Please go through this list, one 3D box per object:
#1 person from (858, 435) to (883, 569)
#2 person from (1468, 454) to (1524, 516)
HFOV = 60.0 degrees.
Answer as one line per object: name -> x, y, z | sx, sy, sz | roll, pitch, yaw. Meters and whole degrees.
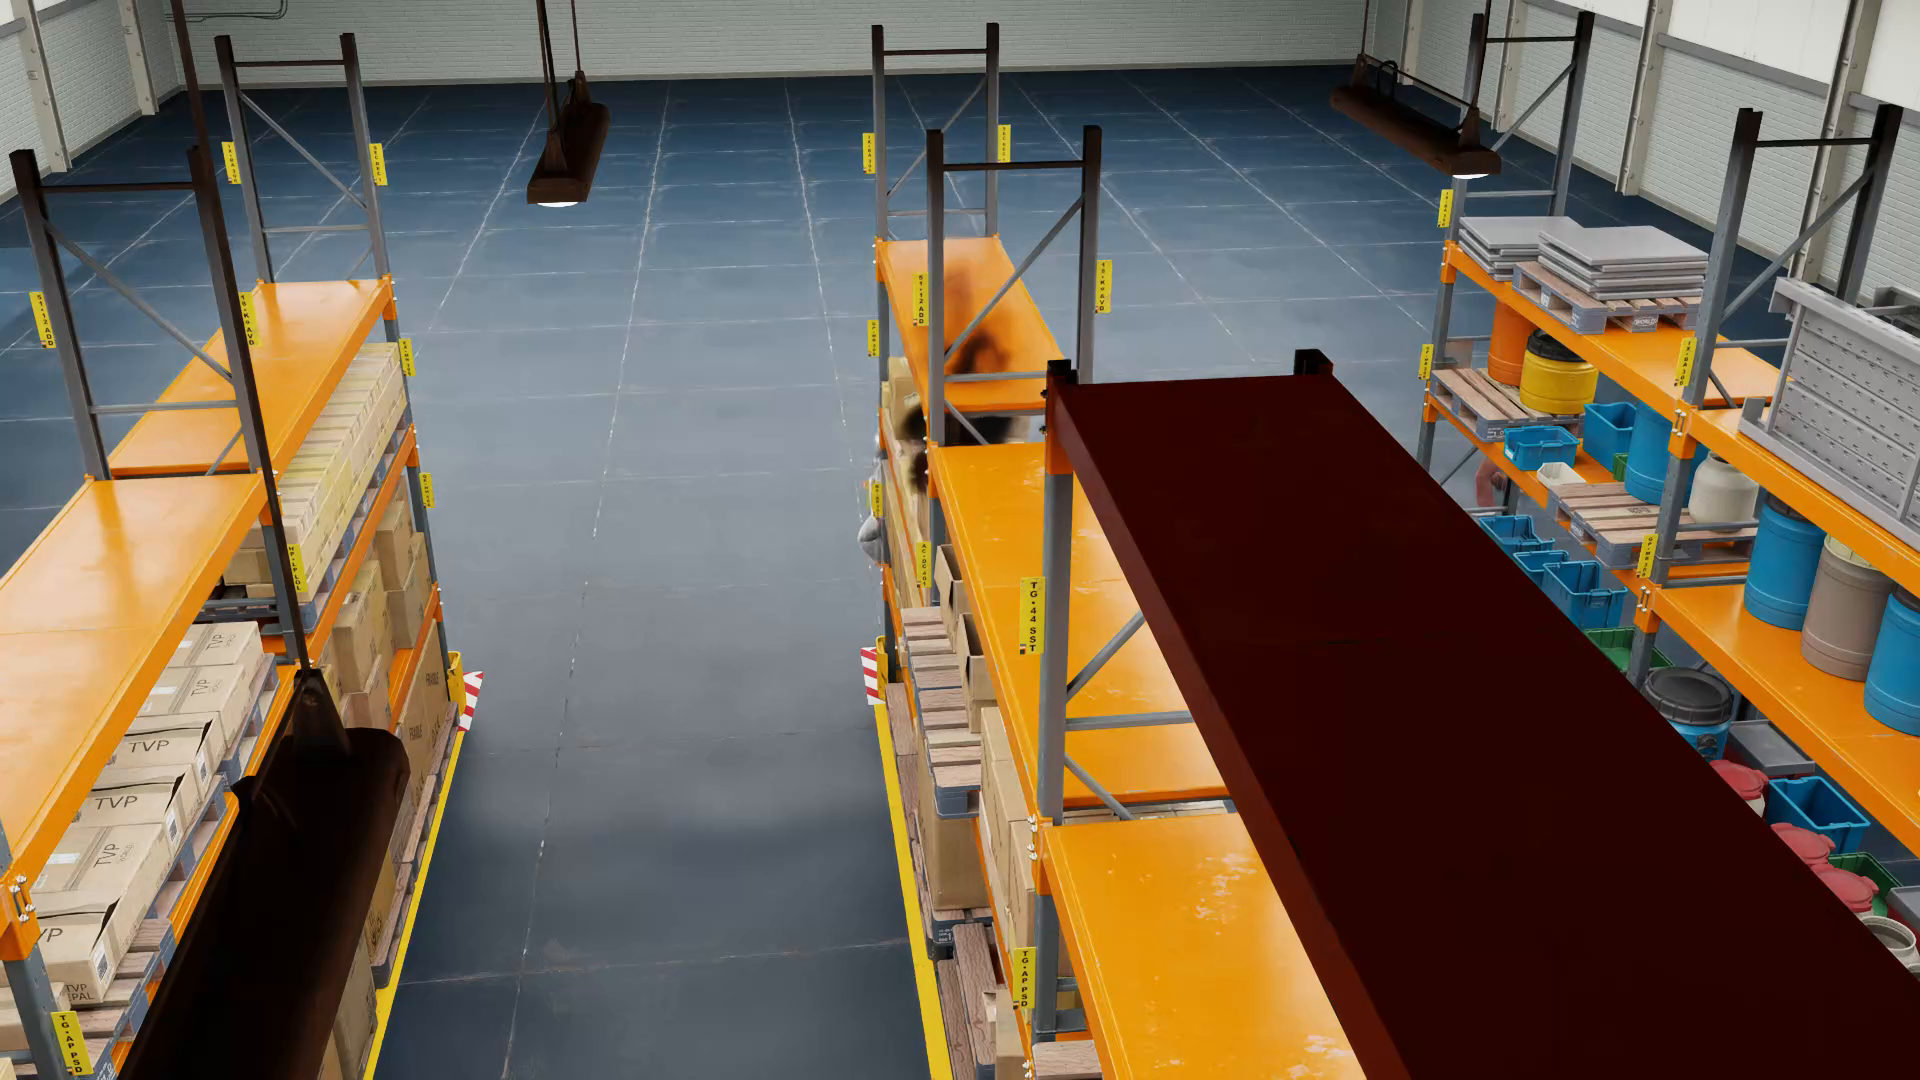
person -> -0.747, -0.280, 17.040 | 0.801, 1.726, 0.679 | 19, 31, 34
person -> 6.120, -0.996, 18.725 | 0.610, 1.643, 0.578 | 9, 27, 18
